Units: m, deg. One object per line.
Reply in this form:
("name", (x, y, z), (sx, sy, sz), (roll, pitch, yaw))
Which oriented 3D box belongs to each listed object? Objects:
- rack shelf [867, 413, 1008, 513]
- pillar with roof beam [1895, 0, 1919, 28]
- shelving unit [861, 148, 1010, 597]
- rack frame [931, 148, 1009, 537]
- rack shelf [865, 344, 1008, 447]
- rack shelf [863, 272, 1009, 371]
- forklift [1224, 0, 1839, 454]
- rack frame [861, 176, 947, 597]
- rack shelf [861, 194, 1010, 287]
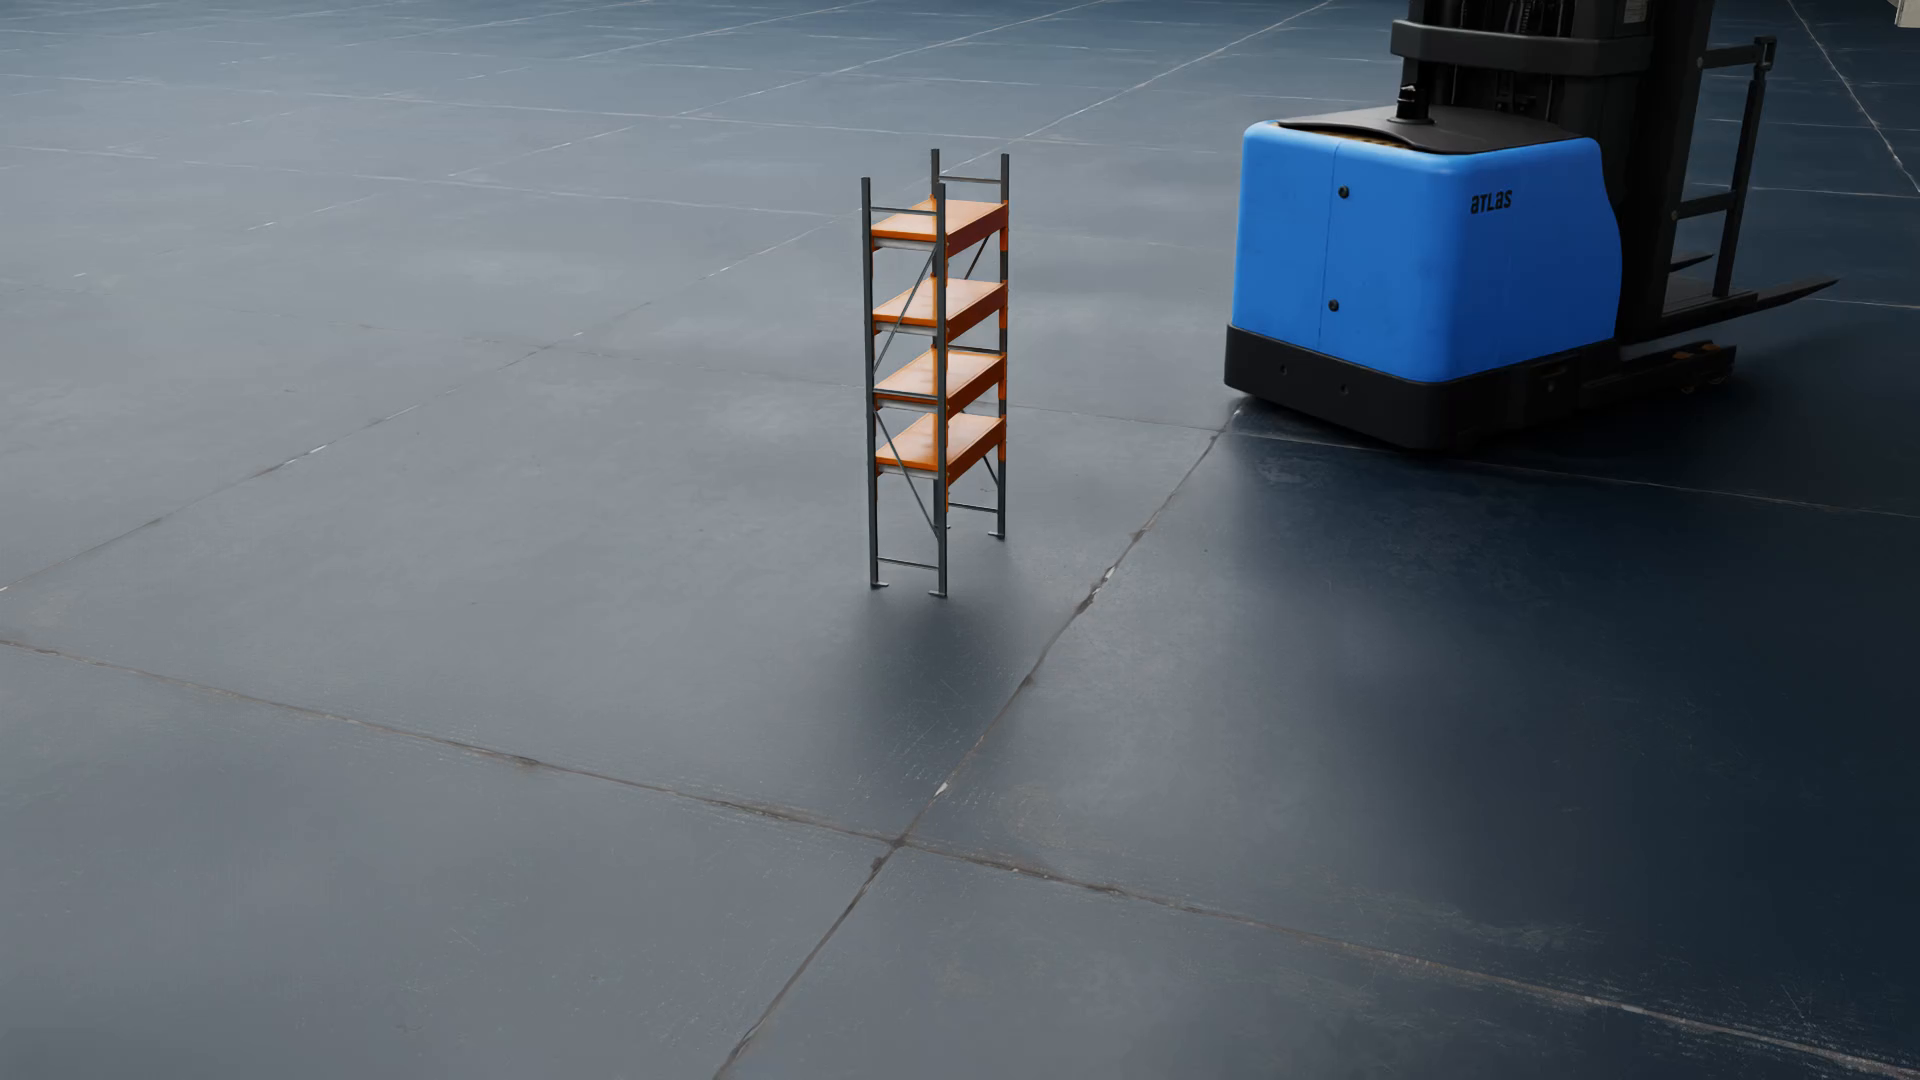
("rack shelf", (-0.061, -0.249, 4.979), (0.258, 0.148, 0.480), (9, 24, 20))
("pillar with roof beam", (7.554, -11.017, 19.949), (9.100, 9.000, 0.400), (9, 24, 20))
("shelving unit", (-0.062, -0.494, 4.877), (0.258, 1.200, 0.503), (9, 24, 20))
("rack frame", (0.029, -0.582, 5.086), (0.240, 1.200, 0.015), (9, 24, 20))
("rack shelf", (-0.062, -0.432, 4.903), (0.258, 0.148, 0.480), (9, 24, 20))
("rack shelf", (-0.062, -0.639, 4.817), (0.258, 0.148, 0.480), (9, 24, 20))
("forklift", (2.533, -2.088, 6.447), (3.031, 2.935, 1.130), (-15, 27, -32))
("rack frame", (-0.152, -0.407, 4.668), (0.240, 1.200, 0.015), (9, 24, 20))
("rack shelf", (-0.062, -0.857, 4.725), (0.258, 0.148, 0.480), (9, 24, 20))
